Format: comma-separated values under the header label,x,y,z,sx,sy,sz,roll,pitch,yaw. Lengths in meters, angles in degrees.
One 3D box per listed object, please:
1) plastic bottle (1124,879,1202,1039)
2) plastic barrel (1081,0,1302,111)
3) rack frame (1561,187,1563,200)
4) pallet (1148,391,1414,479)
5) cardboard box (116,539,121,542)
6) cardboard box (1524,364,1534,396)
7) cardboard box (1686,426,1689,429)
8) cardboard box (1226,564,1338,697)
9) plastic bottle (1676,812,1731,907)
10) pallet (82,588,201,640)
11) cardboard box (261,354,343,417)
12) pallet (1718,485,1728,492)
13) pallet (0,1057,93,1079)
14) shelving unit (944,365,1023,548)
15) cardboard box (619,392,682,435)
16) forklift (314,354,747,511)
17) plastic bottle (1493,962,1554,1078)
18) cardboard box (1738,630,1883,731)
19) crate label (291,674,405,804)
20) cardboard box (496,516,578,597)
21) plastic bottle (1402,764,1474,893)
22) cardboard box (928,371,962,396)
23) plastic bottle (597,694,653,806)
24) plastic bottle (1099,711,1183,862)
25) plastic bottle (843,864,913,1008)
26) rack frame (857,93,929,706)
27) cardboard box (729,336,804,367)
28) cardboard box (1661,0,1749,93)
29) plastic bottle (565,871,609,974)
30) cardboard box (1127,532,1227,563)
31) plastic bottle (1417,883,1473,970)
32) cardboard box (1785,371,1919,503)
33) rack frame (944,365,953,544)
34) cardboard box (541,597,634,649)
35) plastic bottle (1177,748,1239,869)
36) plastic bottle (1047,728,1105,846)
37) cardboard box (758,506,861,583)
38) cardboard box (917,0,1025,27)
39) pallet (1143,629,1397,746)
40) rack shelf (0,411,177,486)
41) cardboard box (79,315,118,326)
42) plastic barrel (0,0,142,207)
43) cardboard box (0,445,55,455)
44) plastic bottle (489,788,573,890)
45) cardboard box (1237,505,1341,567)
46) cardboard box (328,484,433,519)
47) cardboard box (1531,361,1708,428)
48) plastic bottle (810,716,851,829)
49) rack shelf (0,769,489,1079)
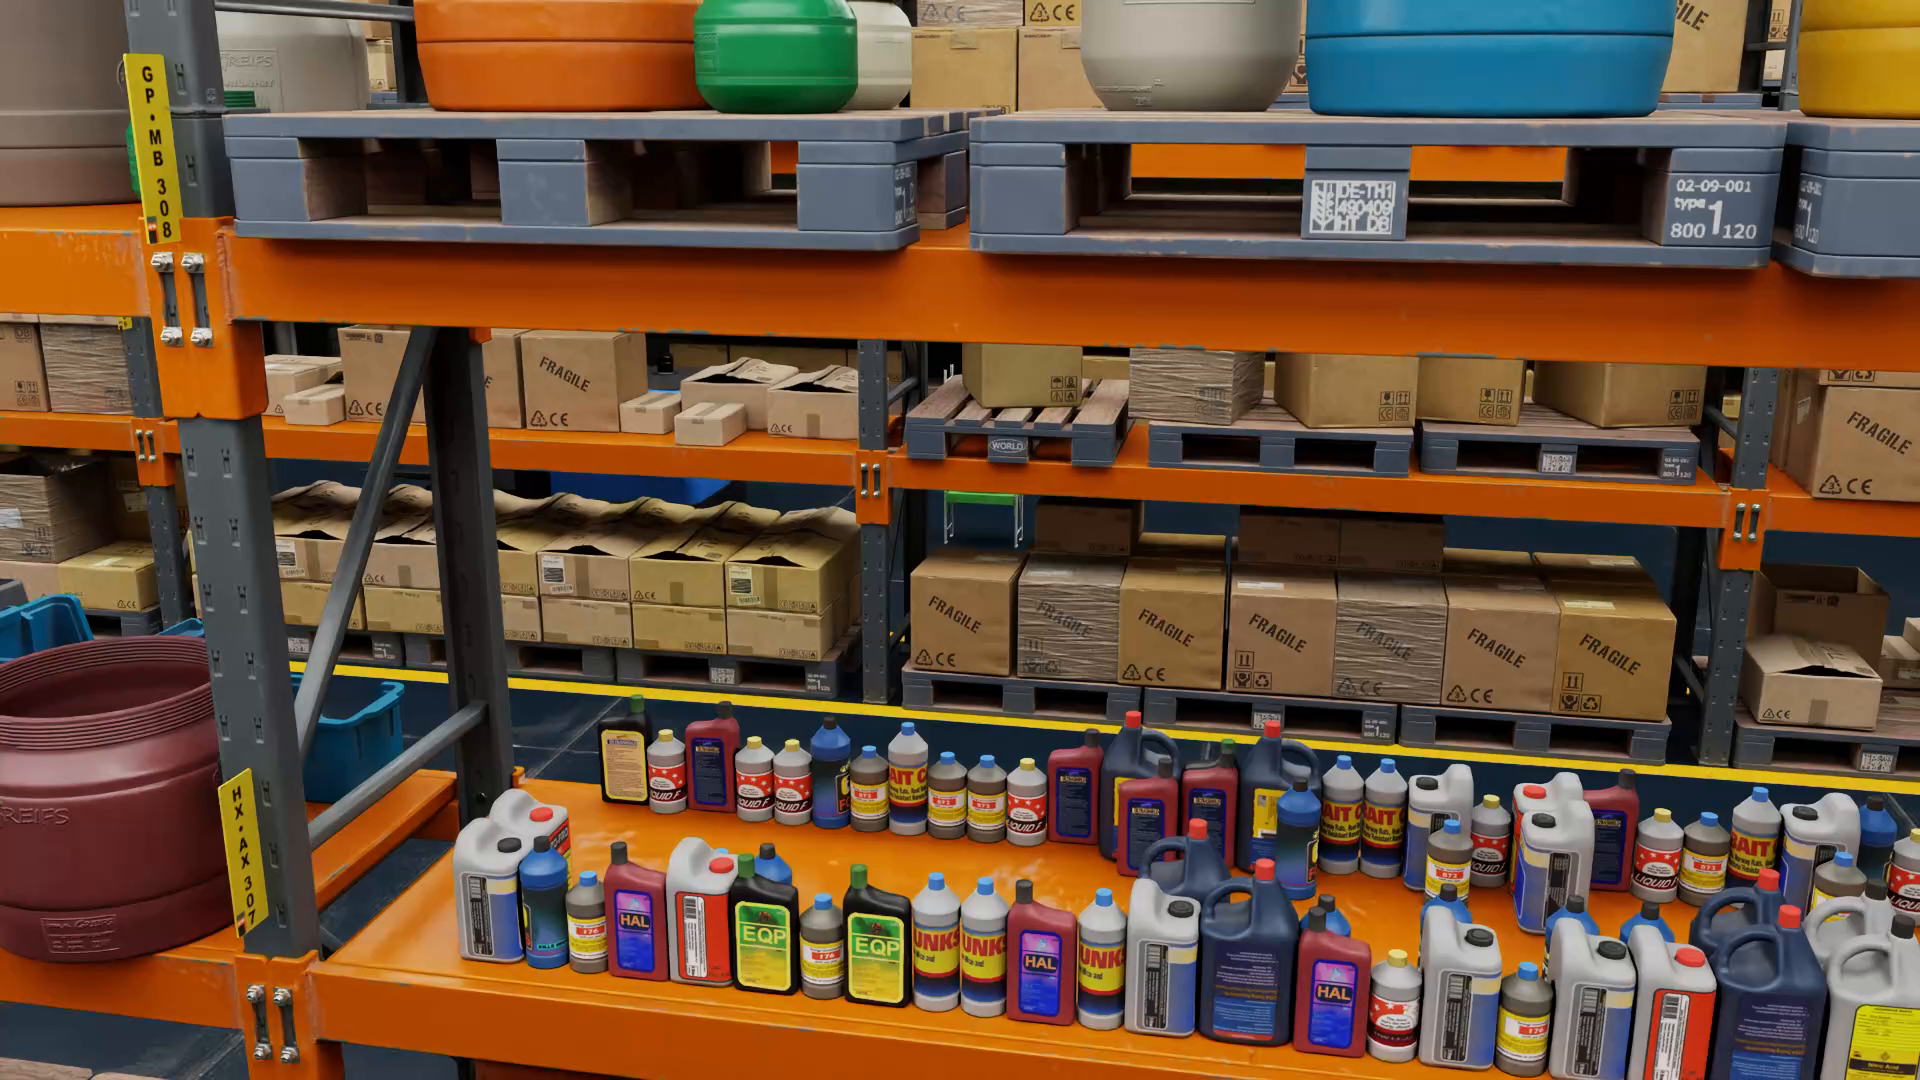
label,x,y,z,sx,sy,sz,roll,pitch,yaw
plastic bottle,0.395,0.800,3.218,0.135,0.276,0.152,3,16,11
plastic barrel,0.443,-1.100,3.183,0.433,0.535,0.433,0,15,0
rack frame,4.570,-1.820,12.444,0.127,3.000,1.000,3,16,11
pallet,1.573,-0.542,8.189,1.213,0.211,1.003,3,16,11
cardboard box,-5.136,0.041,10.088,0.500,0.250,0.500,3,16,11
cardboard box,3.907,-0.987,12.676,0.750,0.750,0.750,3,16,12
cardboard box,5.282,-0.751,12.481,0.500,0.500,0.700,3,16,12
cardboard box,1.573,0.436,8.159,0.500,0.500,0.500,3,16,9
plastic bottle,1.656,0.705,3.700,0.097,0.201,0.097,0,15,0
pallet,-5.024,0.341,9.865,1.213,0.211,1.003,3,16,11
cardboard box,-3.762,-0.863,9.268,0.500,0.250,0.500,4,16,15
pallet,5.300,-0.415,12.596,1.213,0.211,1.003,3,16,11
pallet,-3.267,1.786,4.650,1.213,0.211,1.003,3,16,11
shelving unit,0.162,-0.569,11.300,0.503,1.200,0.258,3,16,11
cardboard box,-1.594,-0.669,8.758,0.250,0.149,0.380,4,16,15
forklift,-3.128,-1.566,11.653,3.031,2.935,1.130,3,16,12
plastic bottle,1.042,0.879,3.074,0.097,0.201,0.097,0,15,0
cardboard box,3.955,0.639,7.780,0.500,0.311,0.500,3,16,11
crate label,-1.662,0.519,4.313,0.416,0.233,0.303,3,16,11
cardboard box,-2.391,0.072,8.928,0.500,0.311,0.500,4,16,13
plastic bottle,1.084,0.645,3.775,0.135,0.276,0.152,3,16,11
cardboard box,-0.066,-1.065,13.576,0.500,0.500,0.700,3,16,12
plastic bottle,-0.843,0.525,4.196,0.133,0.283,0.061,3,16,11
plastic bottle,0.425,0.573,3.898,0.185,0.351,0.144,3,16,11
plastic bottle,-0.163,0.779,3.281,0.133,0.283,0.061,3,16,11
rack frame,-0.333,-0.737,8.533,0.127,3.000,1.000,3,16,11
cardboard box,-1.602,-1.530,13.851,0.500,0.250,0.500,3,16,9
cardboard box,3.108,-2.314,7.448,0.600,0.600,0.600,2,16,6
plastic bottle,-0.761,0.781,3.427,0.097,0.201,0.097,0,15,0
cardboard box,1.137,0.272,8.750,0.500,0.500,0.500,3,16,9
plastic bottle,0.940,0.798,3.234,0.097,0.271,0.097,0,15,0
cardboard box,4.032,-0.474,7.396,0.500,0.500,0.500,4,16,13
rack frame,-0.077,-0.582,11.347,0.015,1.200,0.240,3,16,11
cardboard box,-1.895,0.368,8.910,0.500,0.250,0.500,3,16,12
plastic bottle,0.577,0.619,3.858,0.133,0.283,0.061,3,16,11
plastic bottle,0.277,0.586,3.977,0.133,0.283,0.061,3,16,11
cardboard box,-0.788,0.011,9.147,0.500,0.311,0.500,4,16,13
cardboard box,0.093,-2.688,7.896,0.500,0.500,0.500,3,16,11
pallet,1.583,0.722,8.490,1.213,0.211,1.003,3,16,11
rack shelf,-6.213,-0.709,9.781,4.000,0.370,1.077,3,16,11
cardboard box,-4.562,-1.269,9.051,0.250,0.149,0.380,3,16,11
plastic barrel,-2.085,-1.229,3.751,0.600,0.901,0.600,0,15,0
cardboard box,-5.625,-0.348,10.088,0.500,0.500,0.500,3,16,11
plastic bottle,-0.934,0.686,3.628,0.135,0.276,0.152,3,16,11
cardboard box,1.689,-0.062,8.550,0.500,0.250,0.500,3,16,10
cardboard box,-3.288,-0.125,9.636,0.500,0.311,0.500,4,16,13
cardboard box,3.167,-0.858,7.997,0.500,0.500,0.700,-2,16,-8
plastic bottle,-0.316,0.564,4.077,0.097,0.271,0.097,0,15,0
rack shelf,-3.284,0.799,4.336,4.000,0.370,1.077,3,16,11
